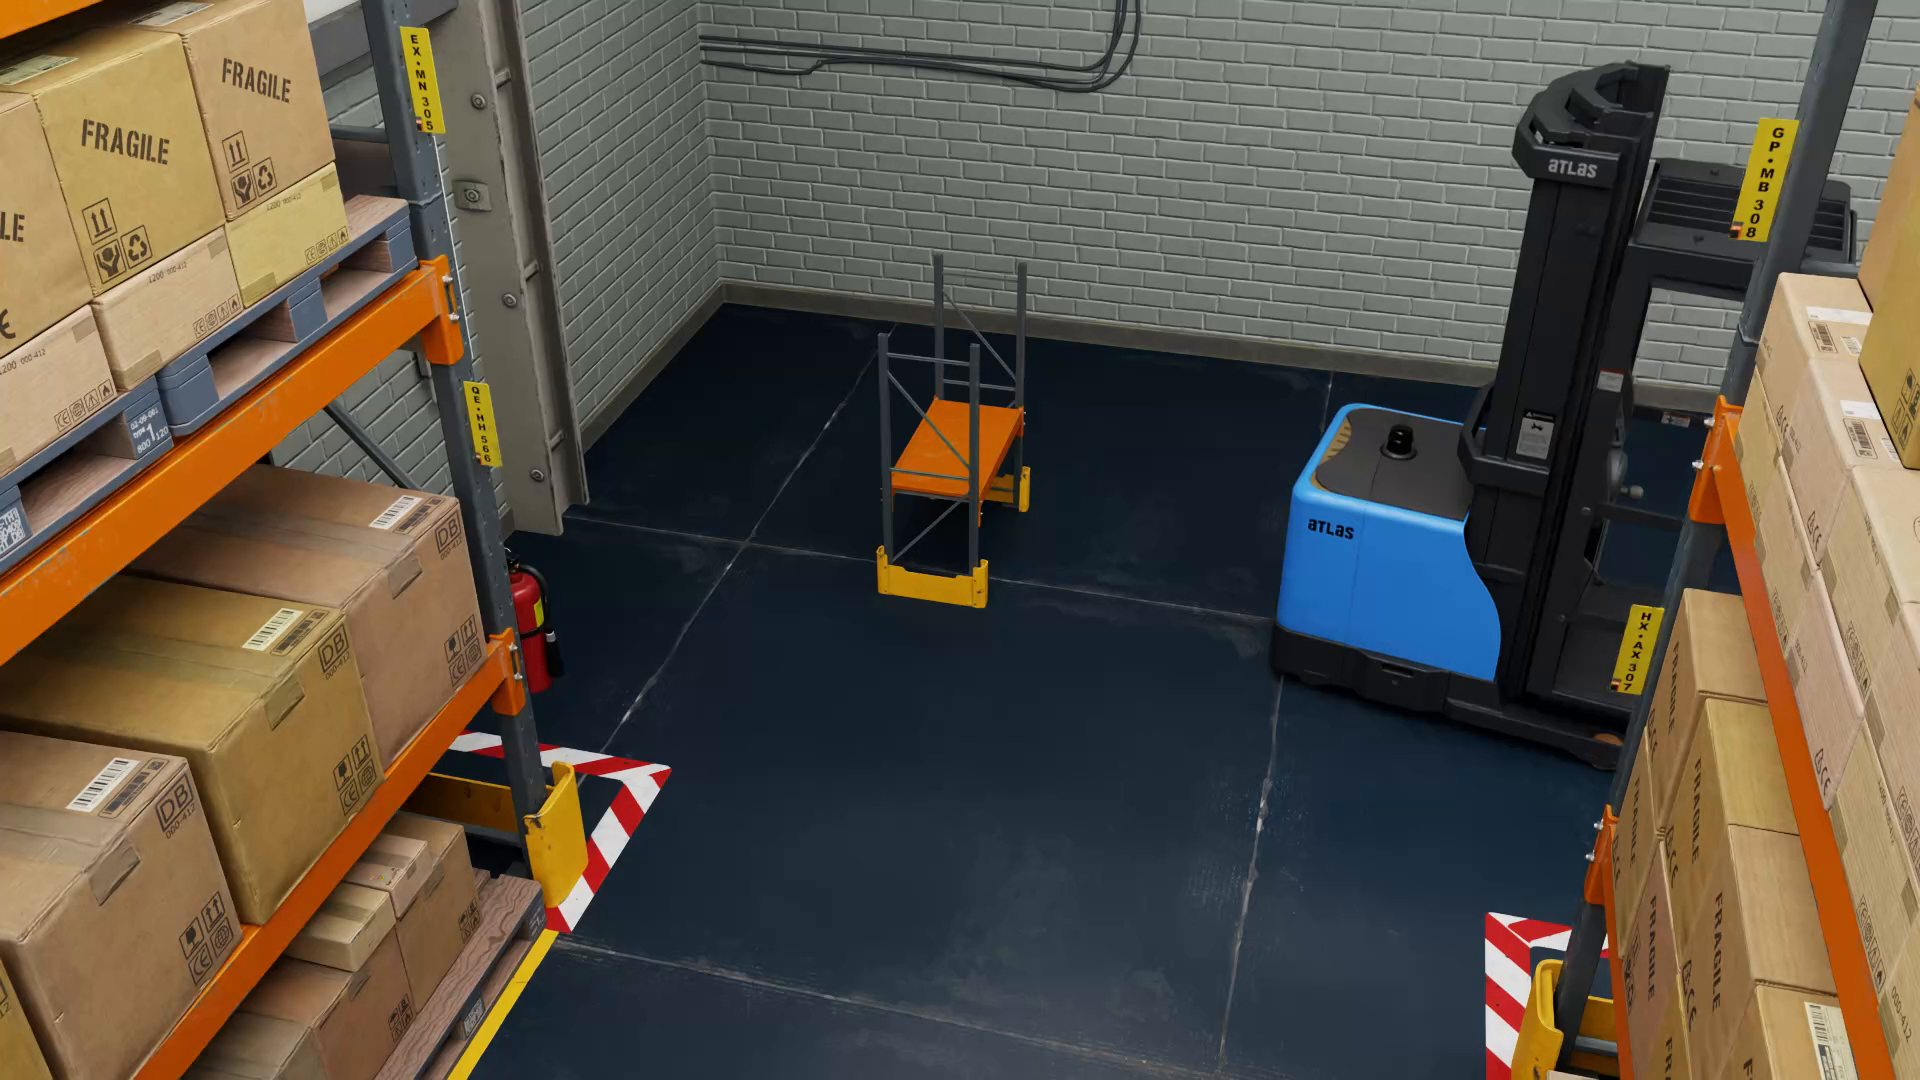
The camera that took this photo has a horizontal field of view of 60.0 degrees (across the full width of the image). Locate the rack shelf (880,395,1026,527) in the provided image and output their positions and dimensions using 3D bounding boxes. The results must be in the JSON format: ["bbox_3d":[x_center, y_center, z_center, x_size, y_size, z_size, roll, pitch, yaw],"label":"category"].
[{"bbox_3d":[-0.022,-0.437,8.874,0.538,0.185,1.000,8,33,12],"label":"rack shelf"}]

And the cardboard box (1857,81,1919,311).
[{"bbox_3d":[2.494,-0.682,3.706,0.700,0.500,0.500,8,33,12],"label":"cardboard box"}]

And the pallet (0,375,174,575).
[{"bbox_3d":[-2.670,-0.100,3.899,1.003,0.211,1.213,8,33,12],"label":"pallet"}]

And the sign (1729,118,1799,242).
[{"bbox_3d":[2.084,-0.929,4.305,0.100,0.325,0.005,8,33,12],"label":"sign"}]

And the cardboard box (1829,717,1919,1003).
[{"bbox_3d":[1.847,0.586,2.876,0.500,0.250,0.500,8,33,12],"label":"cardboard box"}]

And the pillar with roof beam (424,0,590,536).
[{"bbox_3d":[1.829,-3.358,6.144,9.100,9.000,0.400,8,33,12],"label":"pillar with roof beam"}]

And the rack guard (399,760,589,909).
[{"bbox_3d":[-2.178,1.149,6.977,1.175,0.500,0.348,8,33,12],"label":"rack guard"}]

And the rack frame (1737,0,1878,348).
[{"bbox_3d":[2.608,-1.753,3.619,1.000,3.000,0.127,8,33,12],"label":"rack frame"}]

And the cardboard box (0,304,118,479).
[{"bbox_3d":[-2.371,-0.358,3.877,0.500,0.250,0.500,7,33,11],"label":"cardboard box"}]

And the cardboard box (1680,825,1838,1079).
[{"bbox_3d":[1.984,1.041,3.792,0.500,0.500,0.500,8,33,13],"label":"cardboard box"}]

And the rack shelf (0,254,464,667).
[{"bbox_3d":[-2.692,0.182,4.042,1.077,0.370,4.000,8,33,12],"label":"rack shelf"}]

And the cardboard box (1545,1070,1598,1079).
[{"bbox_3d":[2.170,1.967,5.607,0.380,0.149,0.250,8,33,12],"label":"cardboard box"}]

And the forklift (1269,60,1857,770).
[{"bbox_3d":[3.080,-0.468,7.254,3.031,2.935,1.130,14,35,21],"label":"forklift"}]

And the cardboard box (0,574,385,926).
[{"bbox_3d":[-2.478,0.625,5.191,0.980,0.700,0.700,8,33,12],"label":"cardboard box"}]

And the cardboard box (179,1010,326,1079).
[{"bbox_3d":[-2.519,1.882,5.432,0.700,0.500,0.500,7,33,11],"label":"cardboard box"}]

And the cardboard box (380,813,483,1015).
[{"bbox_3d":[-2.265,1.361,6.252,0.700,0.500,0.500,8,33,12],"label":"cardboard box"}]

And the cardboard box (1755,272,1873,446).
[{"bbox_3d":[2.226,-0.403,3.966,0.500,0.250,0.500,8,33,12],"label":"cardboard box"}]

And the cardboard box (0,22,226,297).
[{"bbox_3d":[-2.243,-0.957,4.119,0.500,0.500,0.500,9,34,14],"label":"cardboard box"}]

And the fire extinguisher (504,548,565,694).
[{"bbox_3d":[-1.699,0.281,6.431,0.296,0.674,0.183,8,33,12],"label":"fire extinguisher"}]

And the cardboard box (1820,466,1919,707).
[{"bbox_3d":[1.972,0.116,3.150,0.500,0.250,0.500,8,33,12],"label":"cardboard box"}]

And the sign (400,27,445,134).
[{"bbox_3d":[-1.663,-1.418,5.138,0.100,0.325,0.005,8,33,12],"label":"sign"}]

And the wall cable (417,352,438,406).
[{"bbox_3d":[-2.774,-1.115,7.262,0.084,1.984,1.851,8,33,12],"label":"wall cable"}]

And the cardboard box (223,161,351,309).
[{"bbox_3d":[-2.113,-0.899,4.728,0.500,0.250,0.500,9,34,14],"label":"cardboard box"}]

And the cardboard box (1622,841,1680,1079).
[{"bbox_3d":[2.115,1.200,4.474,0.500,0.500,0.500,8,33,12],"label":"cardboard box"}]

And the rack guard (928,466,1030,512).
[{"bbox_3d":[0.107,-0.324,9.527,0.587,0.250,0.087,8,33,12],"label":"rack guard"}]

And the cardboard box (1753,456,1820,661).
[{"bbox_3d":[2.093,0.066,3.694,0.500,0.250,0.500,8,33,12],"label":"cardboard box"}]

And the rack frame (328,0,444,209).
[{"bbox_3d":[-2.184,-2.425,4.677,1.000,3.000,0.127,8,33,12],"label":"rack frame"}]

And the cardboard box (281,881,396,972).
[{"bbox_3d":[-2.185,1.312,5.725,0.380,0.149,0.250,9,34,14],"label":"cardboard box"}]

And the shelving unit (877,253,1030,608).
[{"bbox_3d":[-0.019,-0.593,8.785,0.587,1.500,1.083,8,33,12],"label":"shelving unit"}]

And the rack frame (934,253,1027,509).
[{"bbox_3d":[0.107,-0.852,9.193,0.500,1.500,0.032,8,33,12],"label":"rack frame"}]

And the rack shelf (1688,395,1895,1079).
[{"bbox_3d":[2.101,0.855,2.984,1.077,0.370,4.000,8,33,12],"label":"rack shelf"}]

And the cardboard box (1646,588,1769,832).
[{"bbox_3d":[2.241,0.509,4.628,0.500,0.500,0.500,9,34,14],"label":"cardboard box"}]
